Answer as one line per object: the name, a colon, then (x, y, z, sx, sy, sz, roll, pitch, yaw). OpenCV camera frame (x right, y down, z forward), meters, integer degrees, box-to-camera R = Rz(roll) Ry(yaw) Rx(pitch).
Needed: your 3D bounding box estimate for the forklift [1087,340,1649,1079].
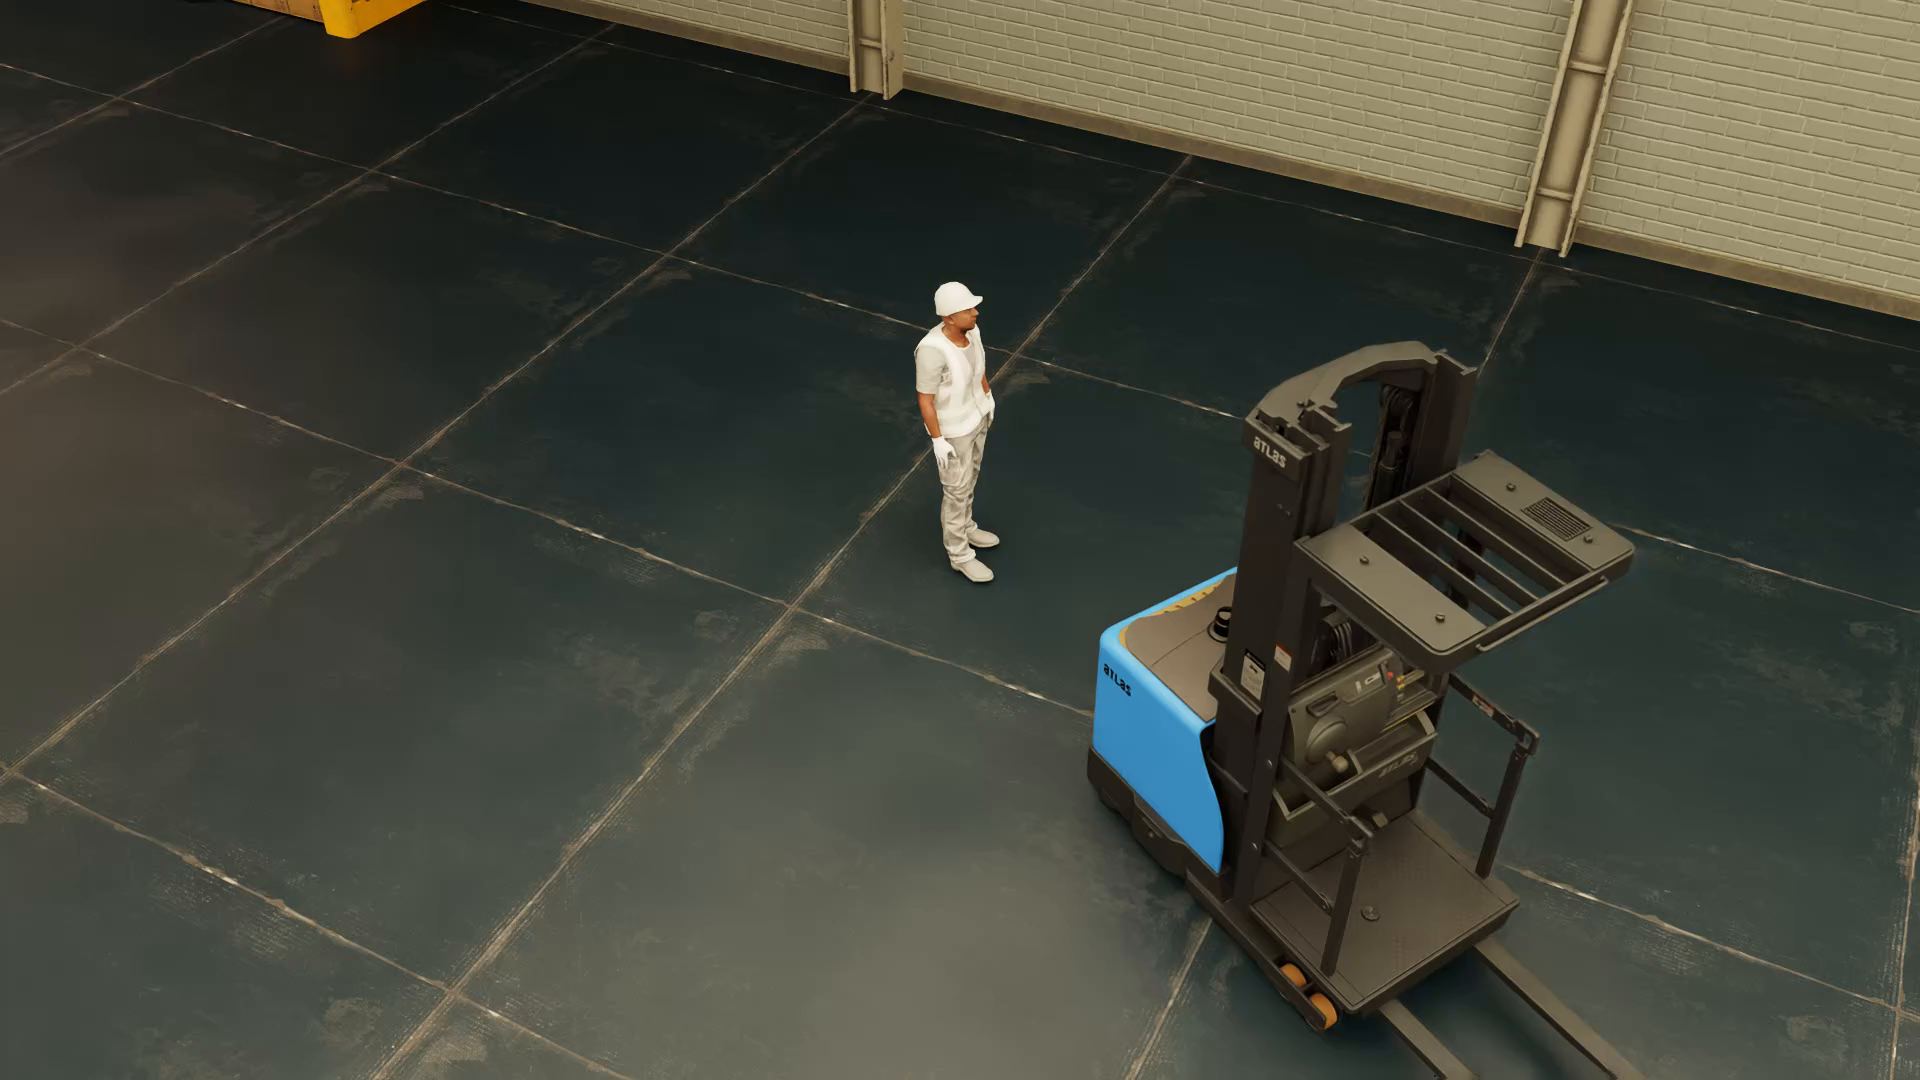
forklift: (1.899, 0.763, 7.081, 1.130, 2.935, 3.031, -23, 45, -25)

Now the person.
person: (0.061, -0.661, 9.652, 0.575, 1.785, 0.657, 18, 43, 21)
